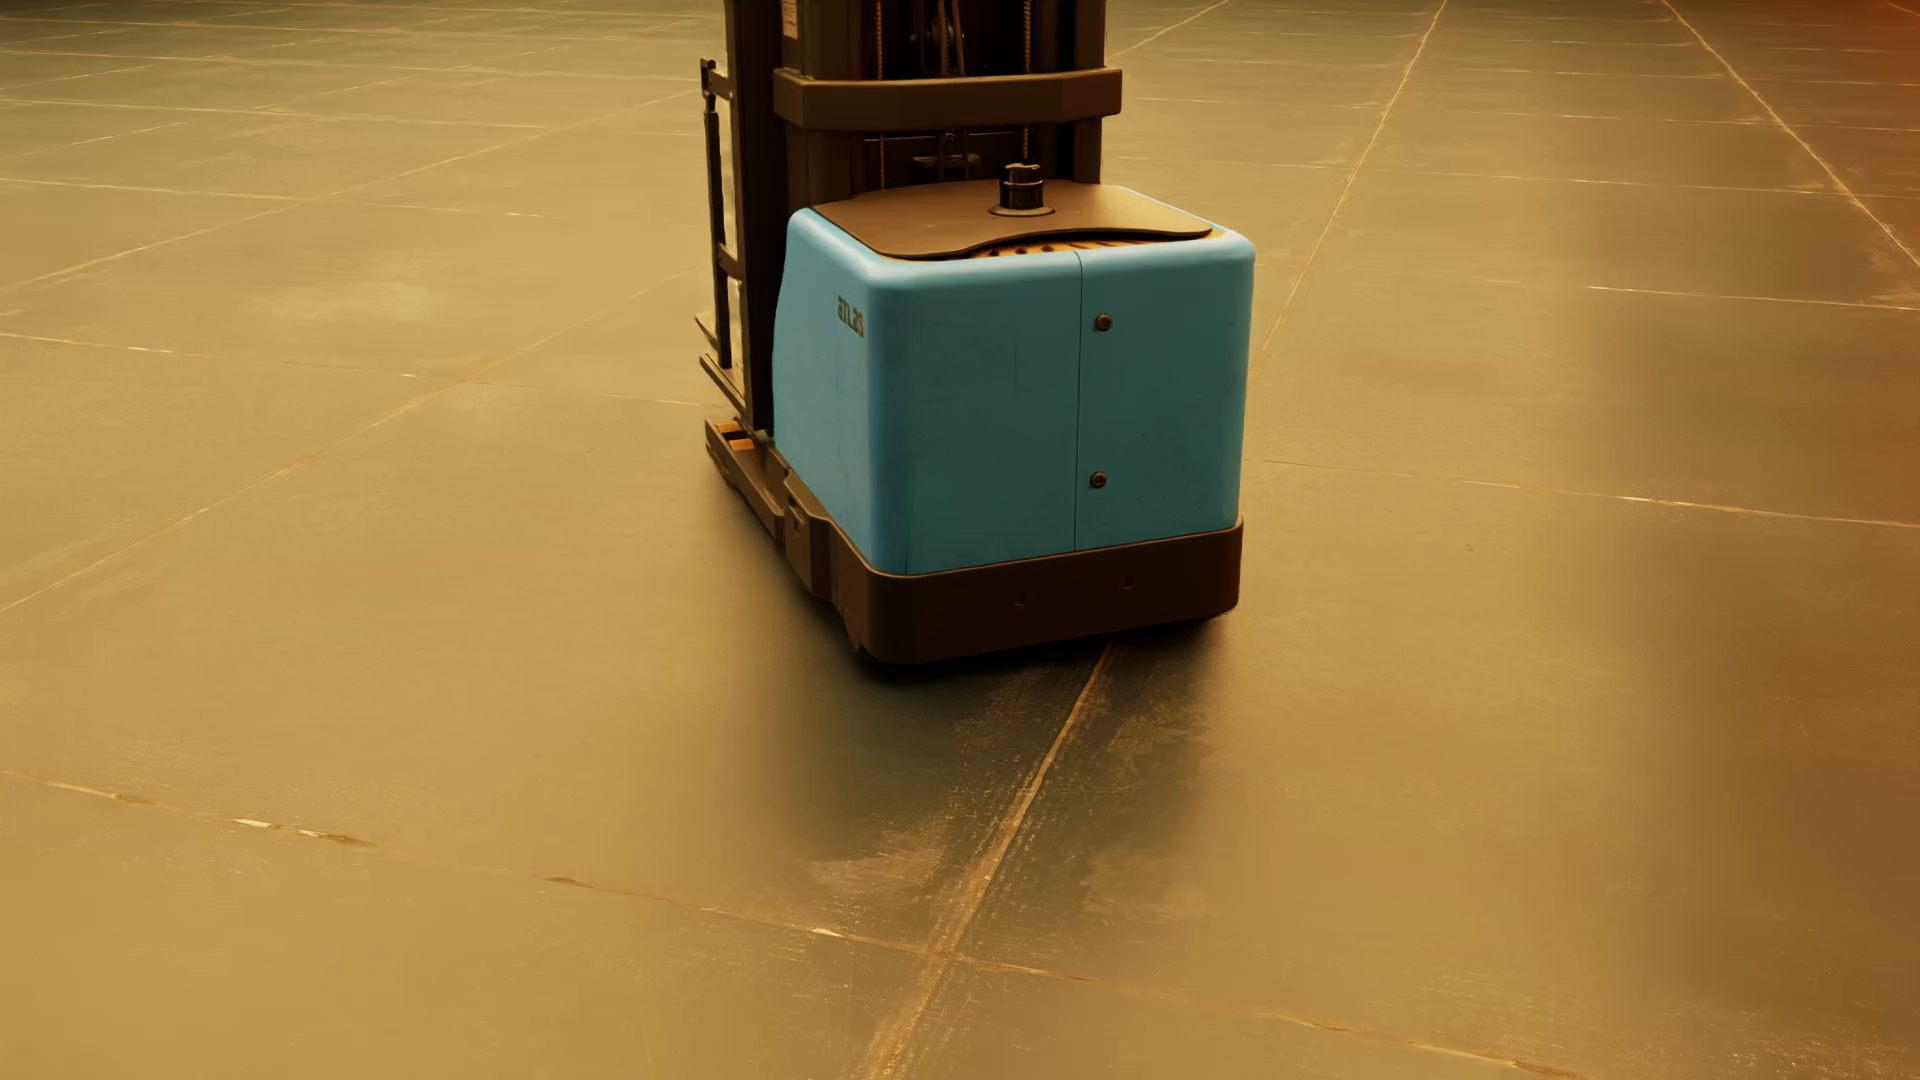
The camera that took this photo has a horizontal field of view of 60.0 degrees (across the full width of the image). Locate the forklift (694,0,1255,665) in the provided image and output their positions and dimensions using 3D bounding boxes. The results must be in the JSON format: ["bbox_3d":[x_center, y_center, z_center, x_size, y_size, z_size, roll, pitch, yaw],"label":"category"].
[{"bbox_3d":[-0.232,-1.574,5.093,1.130,2.935,3.031,-8,24,-19],"label":"forklift"}]
